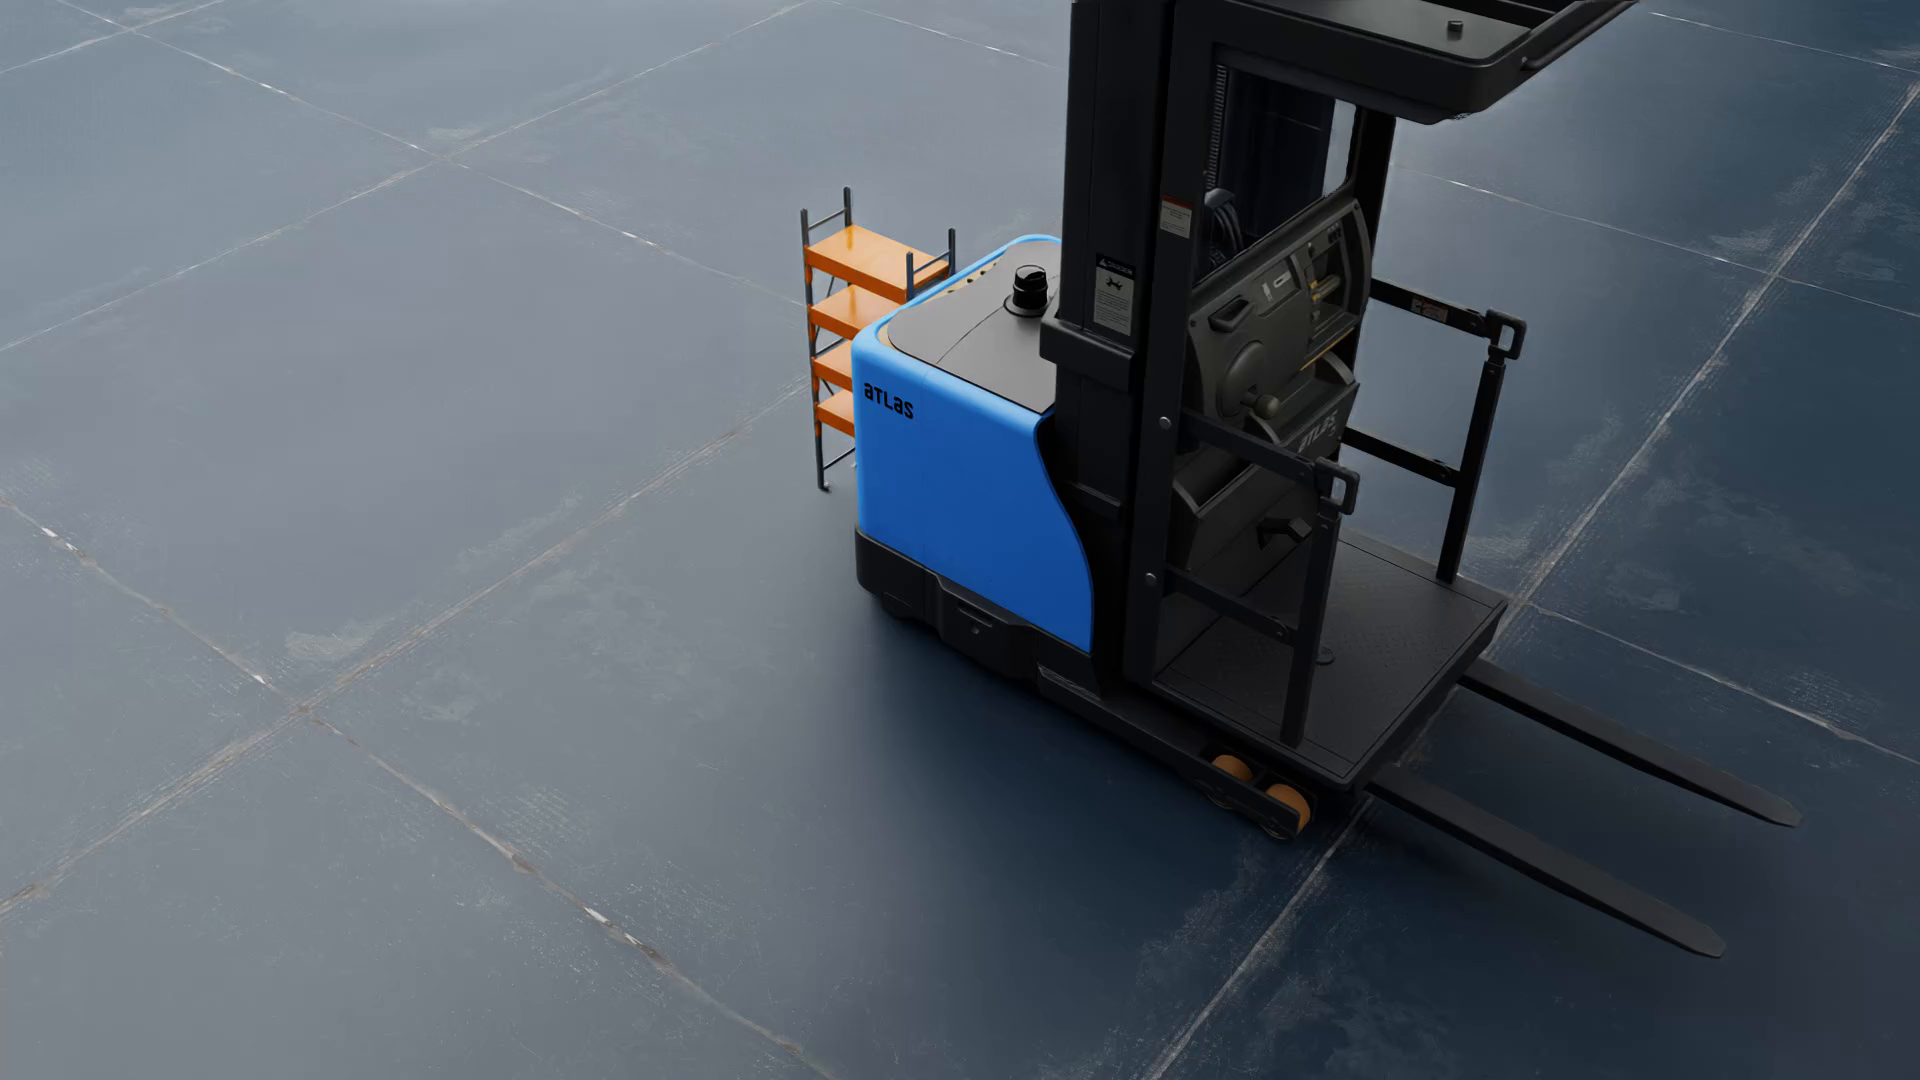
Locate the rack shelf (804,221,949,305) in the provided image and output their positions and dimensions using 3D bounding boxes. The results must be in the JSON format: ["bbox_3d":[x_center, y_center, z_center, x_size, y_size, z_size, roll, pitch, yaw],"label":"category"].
[{"bbox_3d":[-0.285,-0.940,5.840,0.480,0.148,0.258,27,46,30],"label":"rack shelf"}]

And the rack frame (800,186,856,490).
[{"bbox_3d":[-0.472,-0.727,6.205,0.015,1.200,0.240,27,46,30],"label":"rack frame"}]

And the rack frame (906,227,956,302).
[{"bbox_3d":[-0.097,-0.534,5.959,0.015,1.200,0.240,27,46,30],"label":"rack frame"}]

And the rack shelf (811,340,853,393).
[{"bbox_3d":[-0.285,-0.577,6.123,0.480,0.148,0.258,27,46,30],"label":"rack shelf"}]

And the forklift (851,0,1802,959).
[{"bbox_3d":[1.086,-0.612,4.654,3.031,2.935,1.130,27,46,30],"label":"forklift"}]

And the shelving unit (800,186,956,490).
[{"bbox_3d":[-0.285,-0.630,6.082,0.503,1.200,0.258,27,46,30],"label":"shelving unit"}]

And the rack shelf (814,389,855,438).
[{"bbox_3d":[-0.285,-0.421,6.246,0.480,0.148,0.258,27,46,30],"label":"rack shelf"}]

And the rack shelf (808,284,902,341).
[{"bbox_3d":[-0.285,-0.754,5.985,0.480,0.148,0.258,27,46,30],"label":"rack shelf"}]
